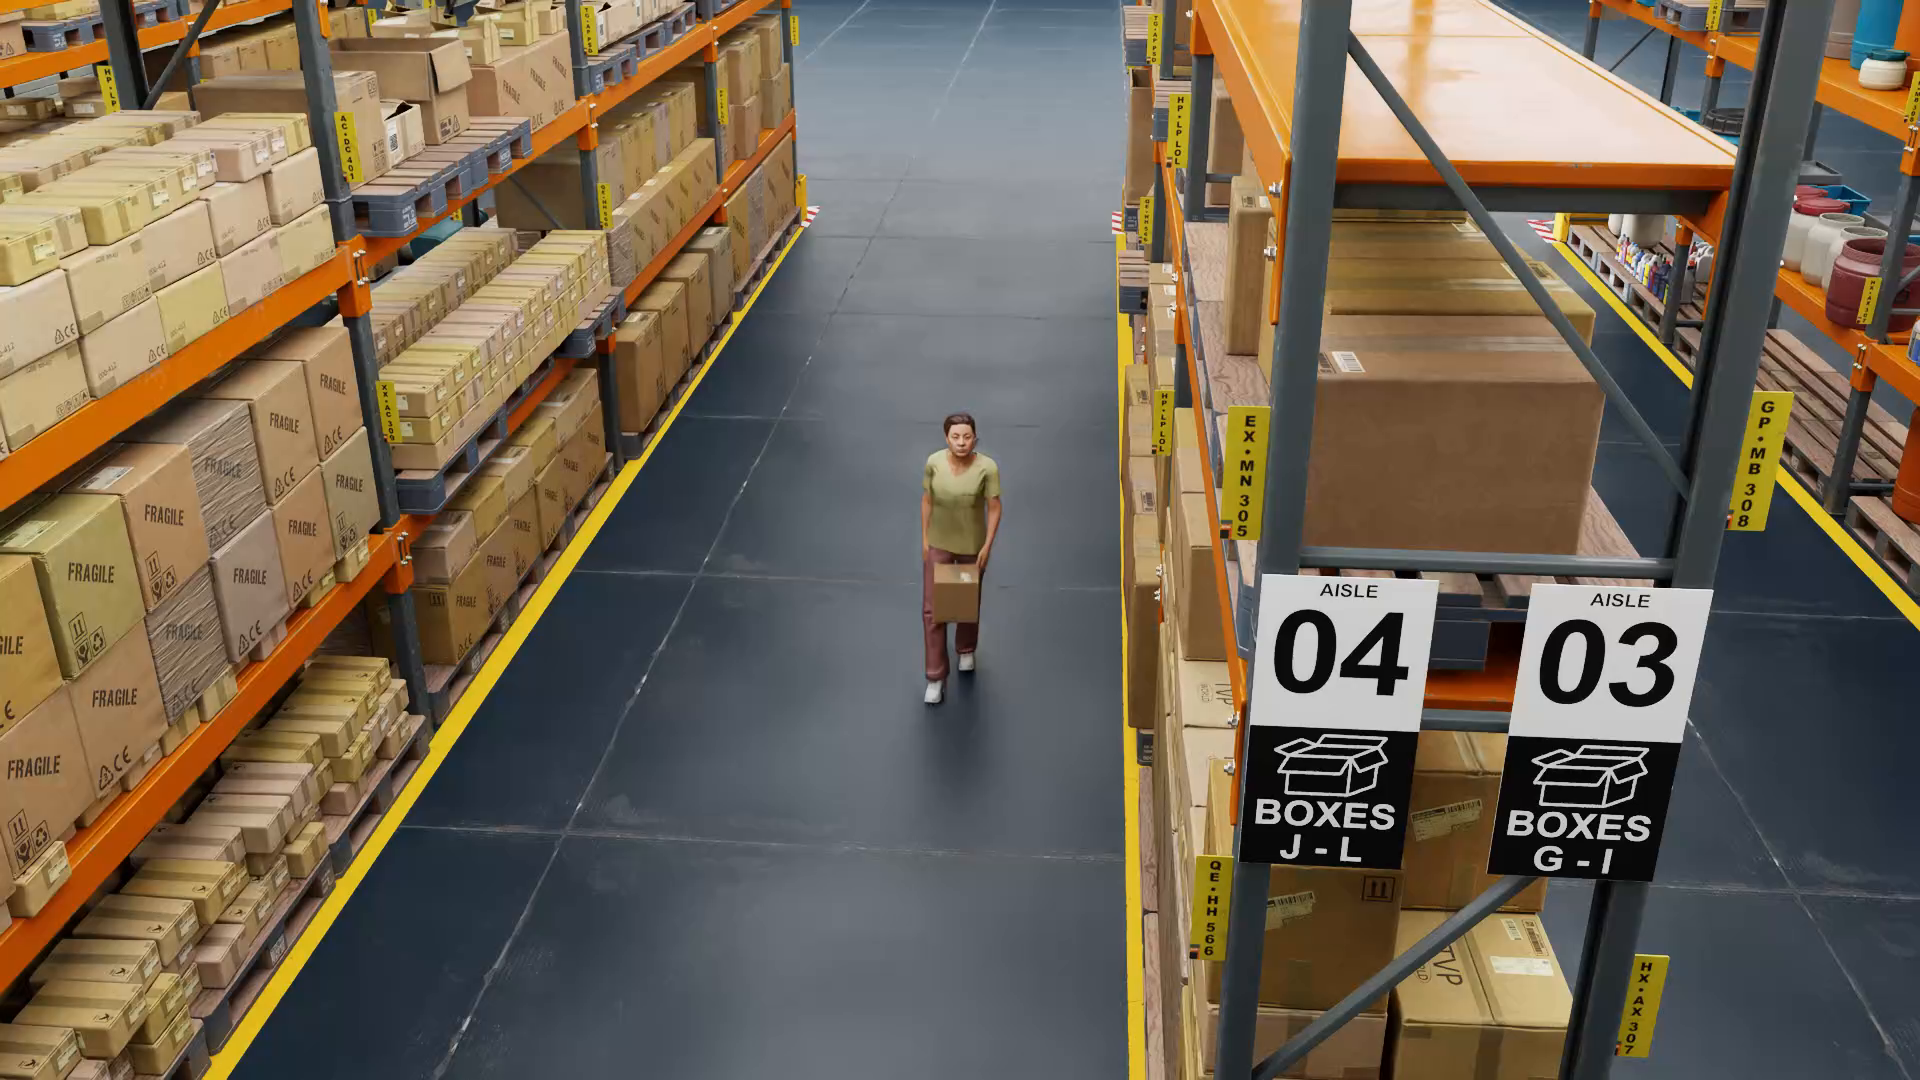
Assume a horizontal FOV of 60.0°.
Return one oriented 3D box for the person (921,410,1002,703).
[{"bbox_3d":[0.000,0.073,9.436,0.464,1.650,0.748,2,25,4],"label":"person"}]
